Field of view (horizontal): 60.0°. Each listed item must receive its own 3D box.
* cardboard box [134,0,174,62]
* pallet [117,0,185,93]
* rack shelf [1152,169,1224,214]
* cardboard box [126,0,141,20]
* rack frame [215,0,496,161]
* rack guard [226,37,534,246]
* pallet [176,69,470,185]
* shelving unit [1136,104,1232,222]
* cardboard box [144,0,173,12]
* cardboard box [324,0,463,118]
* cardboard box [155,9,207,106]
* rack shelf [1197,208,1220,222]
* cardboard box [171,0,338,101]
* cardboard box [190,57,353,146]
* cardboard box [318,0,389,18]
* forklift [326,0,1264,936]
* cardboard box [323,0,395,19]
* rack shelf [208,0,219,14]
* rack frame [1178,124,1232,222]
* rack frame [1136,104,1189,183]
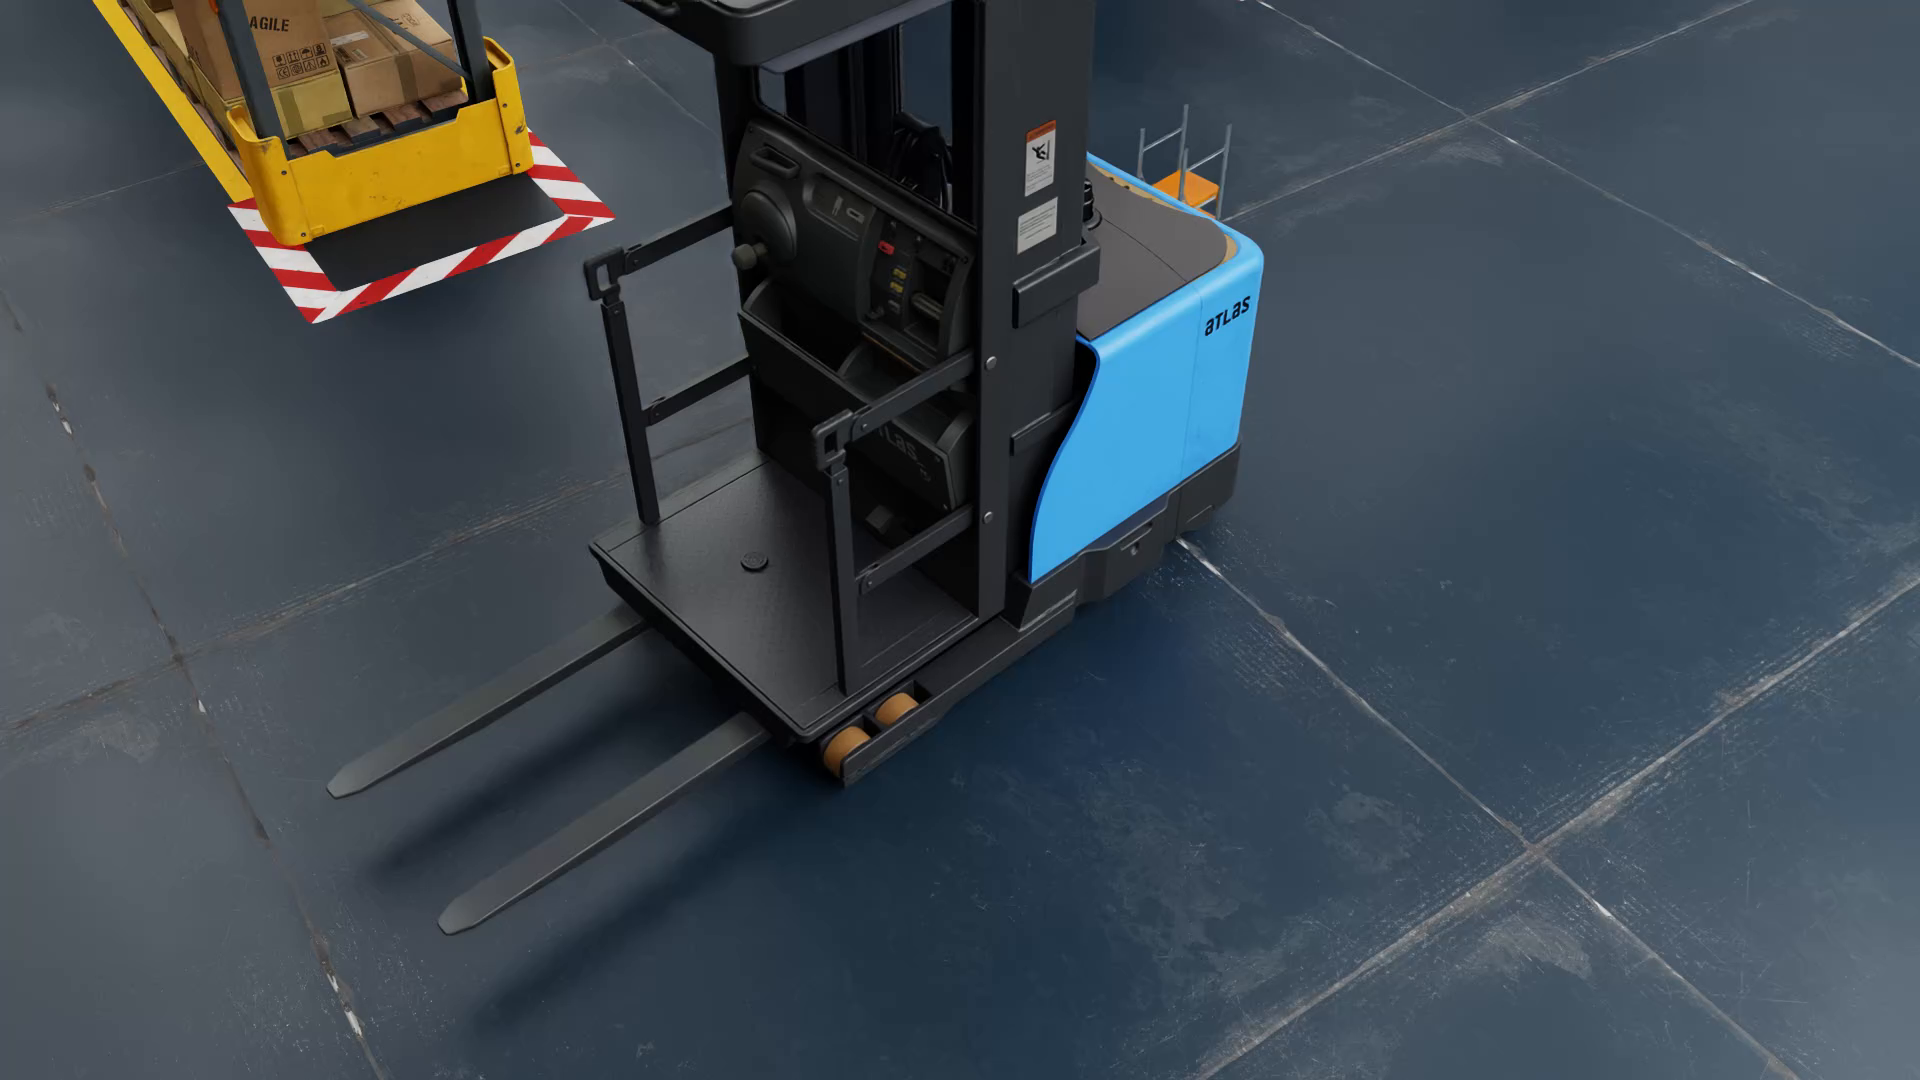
[{"bbox_3d":[-3.628,-2.560,7.946,0.500,0.250,0.500,-26,49,-24],"label":"cardboard box"},{"bbox_3d":[-3.661,-2.753,8.481,1.003,0.211,1.213,-26,49,-24],"label":"pallet"},{"bbox_3d":[0.736,-1.141,5.620,0.258,0.103,0.180,-34,53,-30],"label":"rack shelf"},{"bbox_3d":[-3.912,-2.844,8.244,0.500,0.250,0.500,-26,49,-24],"label":"cardboard box"},{"bbox_3d":[-2.495,-2.655,6.358,1.000,3.000,0.127,-26,49,-24],"label":"rack frame"},{"bbox_3d":[-2.482,-1.737,7.207,1.175,0.500,0.348,-26,49,-24],"label":"rack guard"},{"bbox_3d":[-2.967,-2.063,7.758,1.003,0.211,1.213,-26,49,-24],"label":"pallet"},{"bbox_3d":[0.736,-0.913,5.837,0.258,1.200,0.189,-34,53,-30],"label":"shelving unit"},{"bbox_3d":[-3.630,-2.830,7.686,0.500,0.500,0.500,-26,49,-24],"label":"cardboard box"},{"bbox_3d":[-2.620,-2.204,7.573,0.500,0.250,0.500,-26,49,-24],"label":"cardboard box"},{"bbox_3d":[-3.340,-2.277,7.650,0.500,0.250,0.500,-26,49,-24],"label":"cardboard box"},{"bbox_3d":[0.736,-1.054,5.702,0.258,0.103,0.180,-34,53,-30],"label":"rack shelf"},{"bbox_3d":[-3.046,-2.269,7.099,0.500,0.500,0.500,-26,49,-24],"label":"cardboard box"},{"bbox_3d":[-3.044,-1.999,7.359,0.500,0.250,0.500,-26,49,-24],"label":"cardboard box"},{"bbox_3d":[-2.907,-2.757,7.610,0.500,0.500,0.500,-26,49,-24],"label":"cardboard box"},{"bbox_3d":[-0.459,-0.745,4.408,3.031,2.935,1.130,-33,53,-30],"label":"forklift"},{"bbox_3d":[-2.909,-2.485,7.868,0.500,0.250,0.500,-26,49,-24],"label":"cardboard box"},{"bbox_3d":[-3.639,-3.527,7.793,1.077,0.370,4.000,-26,49,-24],"label":"rack shelf"},{"bbox_3d":[0.800,-0.868,5.790,0.240,1.200,0.006,-34,53,-30],"label":"rack frame"},{"bbox_3d":[0.673,-0.958,5.885,0.240,1.200,0.006,-34,53,-30],"label":"rack frame"}]
